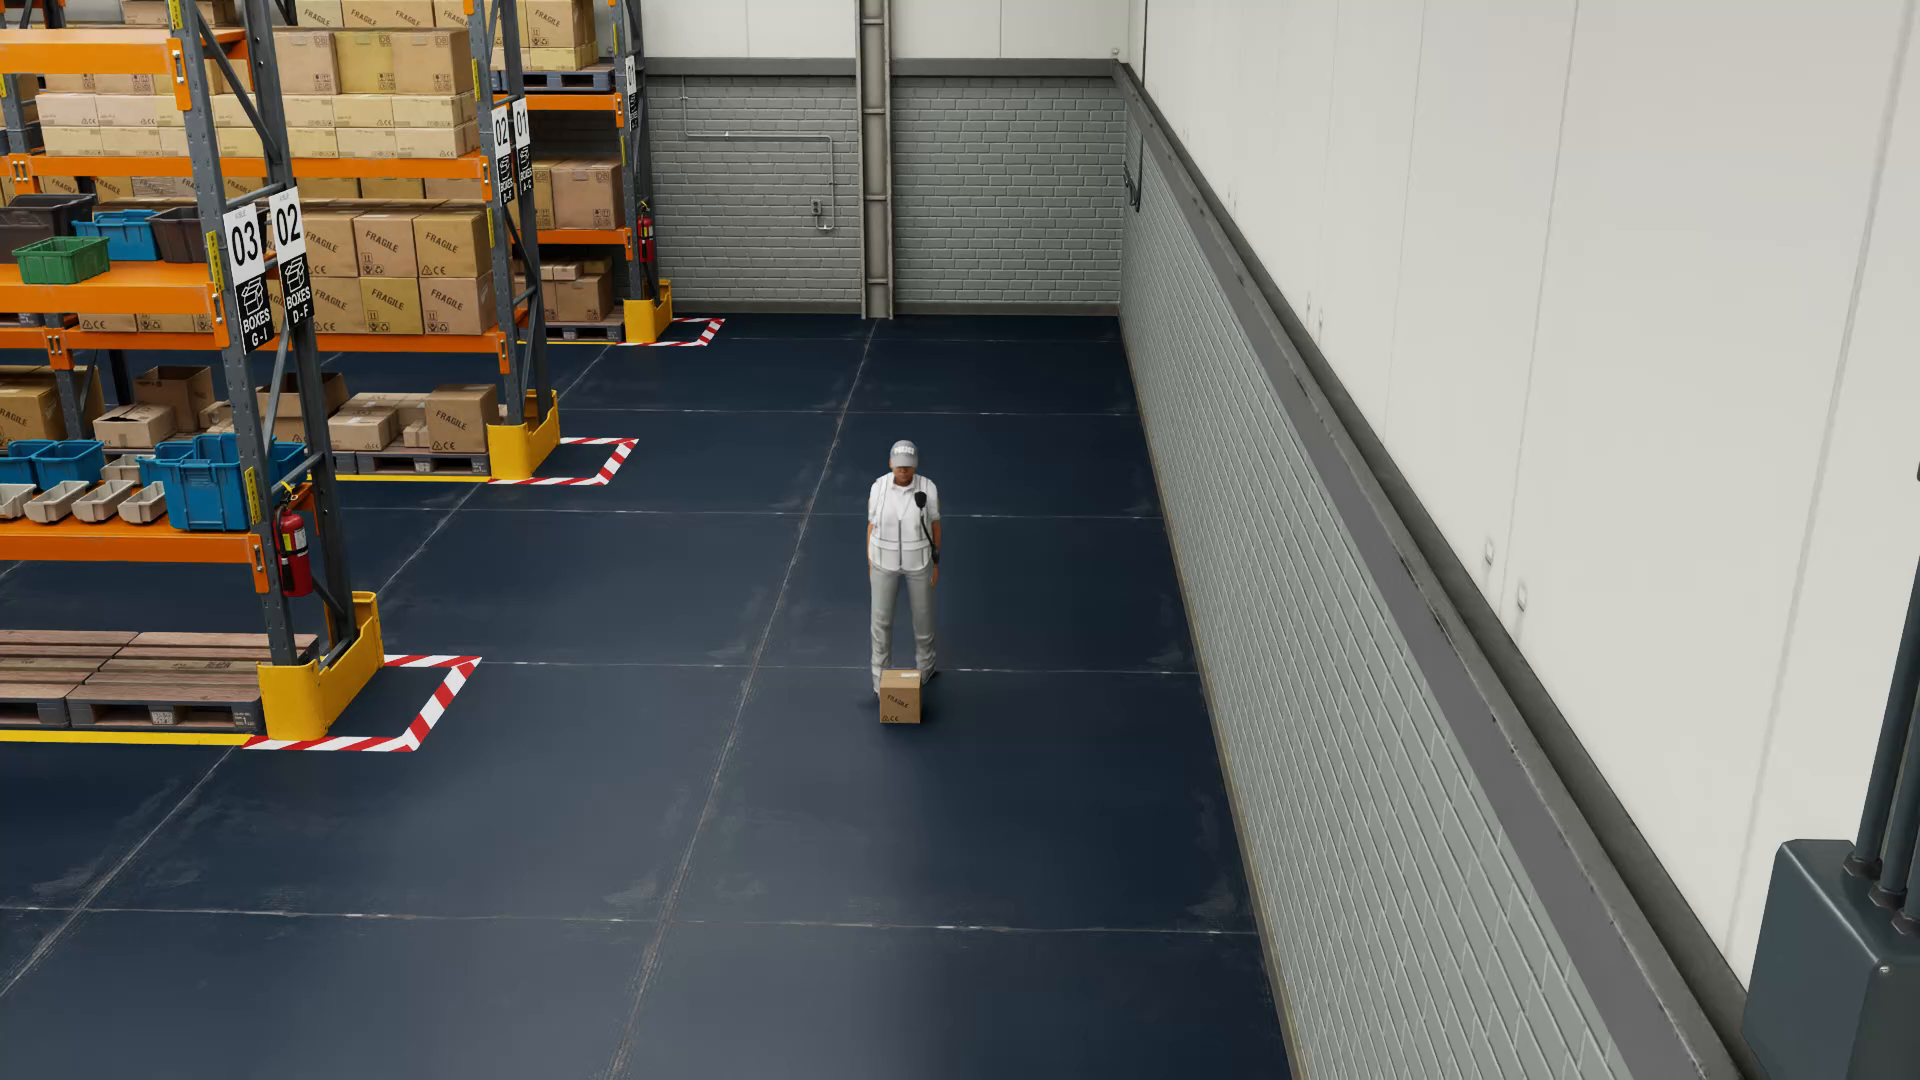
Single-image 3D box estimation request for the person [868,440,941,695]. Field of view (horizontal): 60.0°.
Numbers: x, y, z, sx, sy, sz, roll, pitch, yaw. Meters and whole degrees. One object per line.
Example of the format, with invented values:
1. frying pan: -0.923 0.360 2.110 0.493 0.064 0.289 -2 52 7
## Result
1. person: -0.358 0.176 10.641 0.470 1.673 0.435 1 21 2
